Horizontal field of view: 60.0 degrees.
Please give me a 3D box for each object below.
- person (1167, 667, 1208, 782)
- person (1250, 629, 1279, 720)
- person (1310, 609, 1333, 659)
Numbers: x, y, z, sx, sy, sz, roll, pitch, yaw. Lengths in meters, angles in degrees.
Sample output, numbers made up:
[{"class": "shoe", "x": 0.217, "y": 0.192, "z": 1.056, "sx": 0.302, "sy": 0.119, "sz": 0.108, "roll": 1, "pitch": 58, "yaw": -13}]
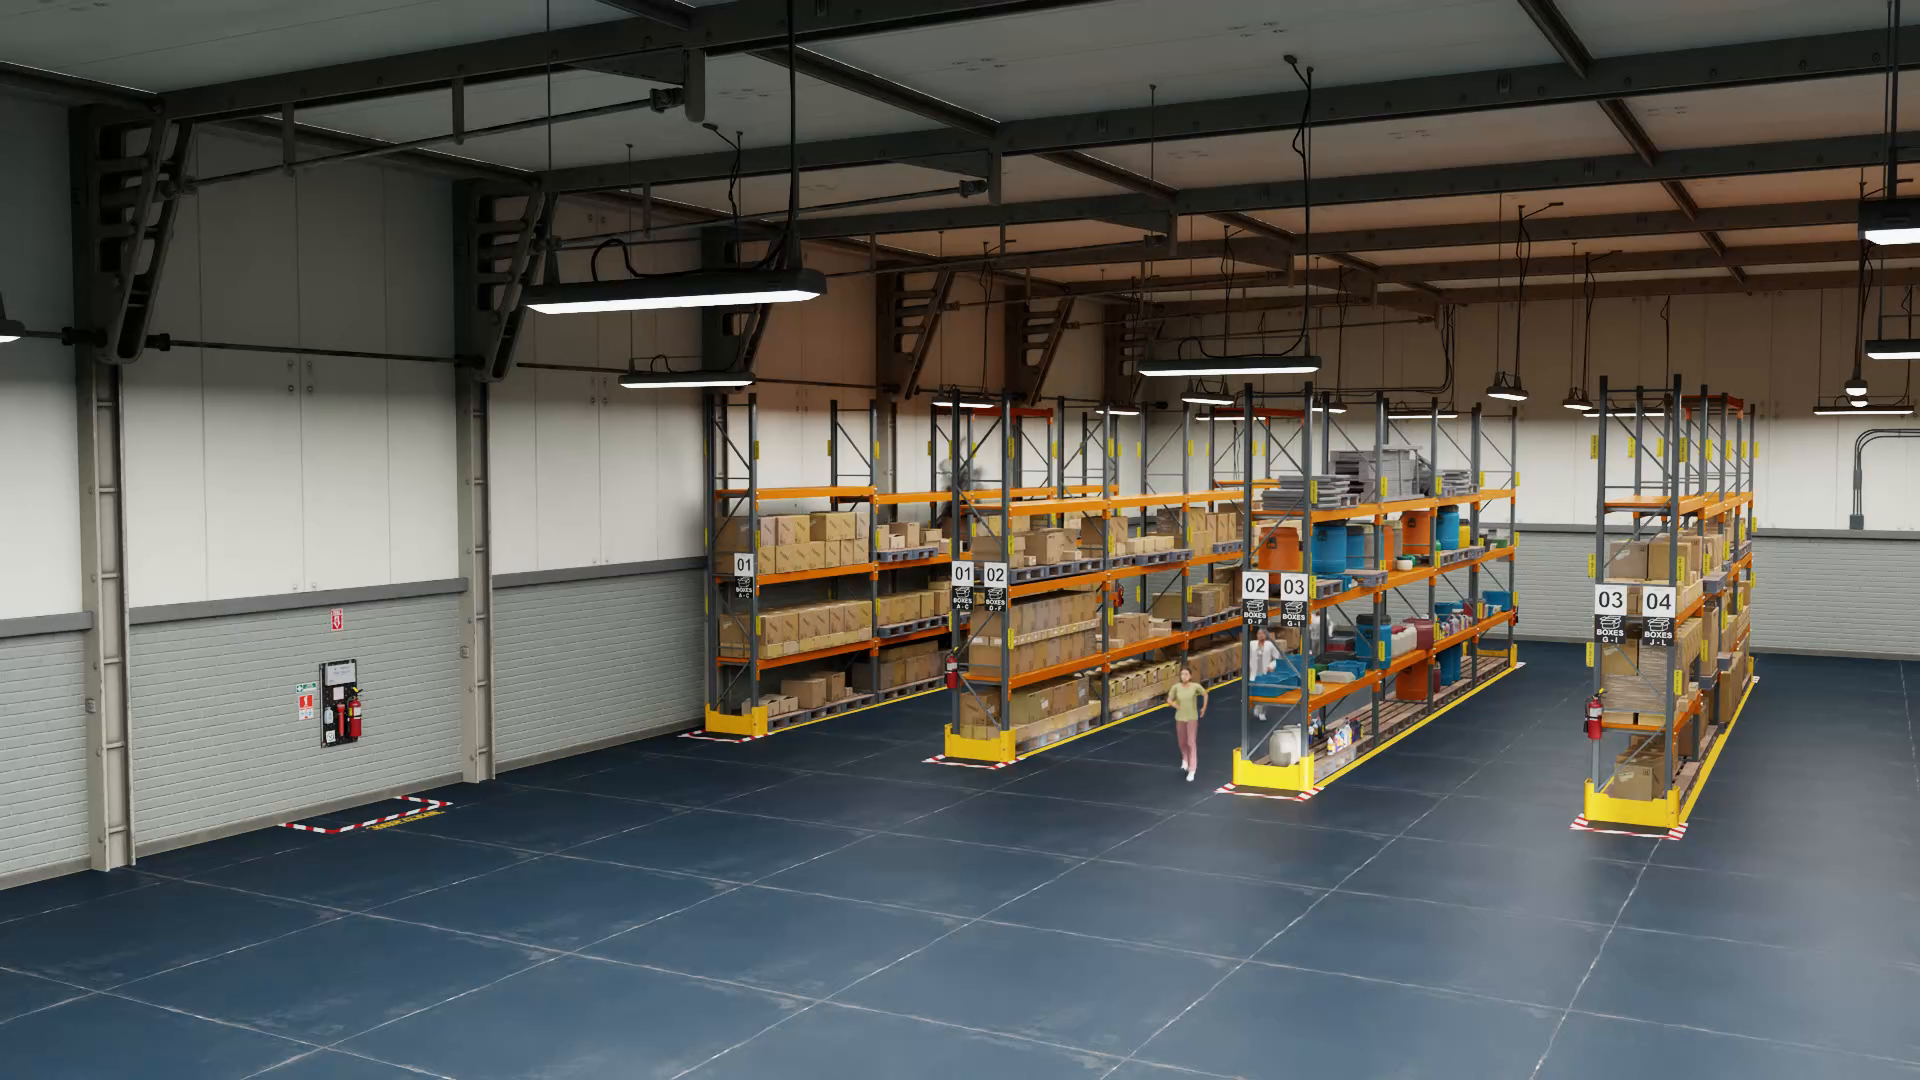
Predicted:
[{"class": "person", "x": 3.478, "y": 2.780, "z": 25.519, "sx": 0.609, "sy": 1.697, "sz": 0.895, "roll": 1, "pitch": 3, "yaw": 18}, {"class": "person", "x": 5.566, "y": 2.484, "z": 30.776, "sx": 0.660, "sy": 1.715, "sz": 0.653, "roll": 1, "pitch": 3, "yaw": 18}, {"class": "person", "x": 7.789, "y": 2.177, "z": 36.174, "sx": 0.606, "sy": 1.680, "sz": 0.938, "roll": 1, "pitch": 3, "yaw": 20}]
